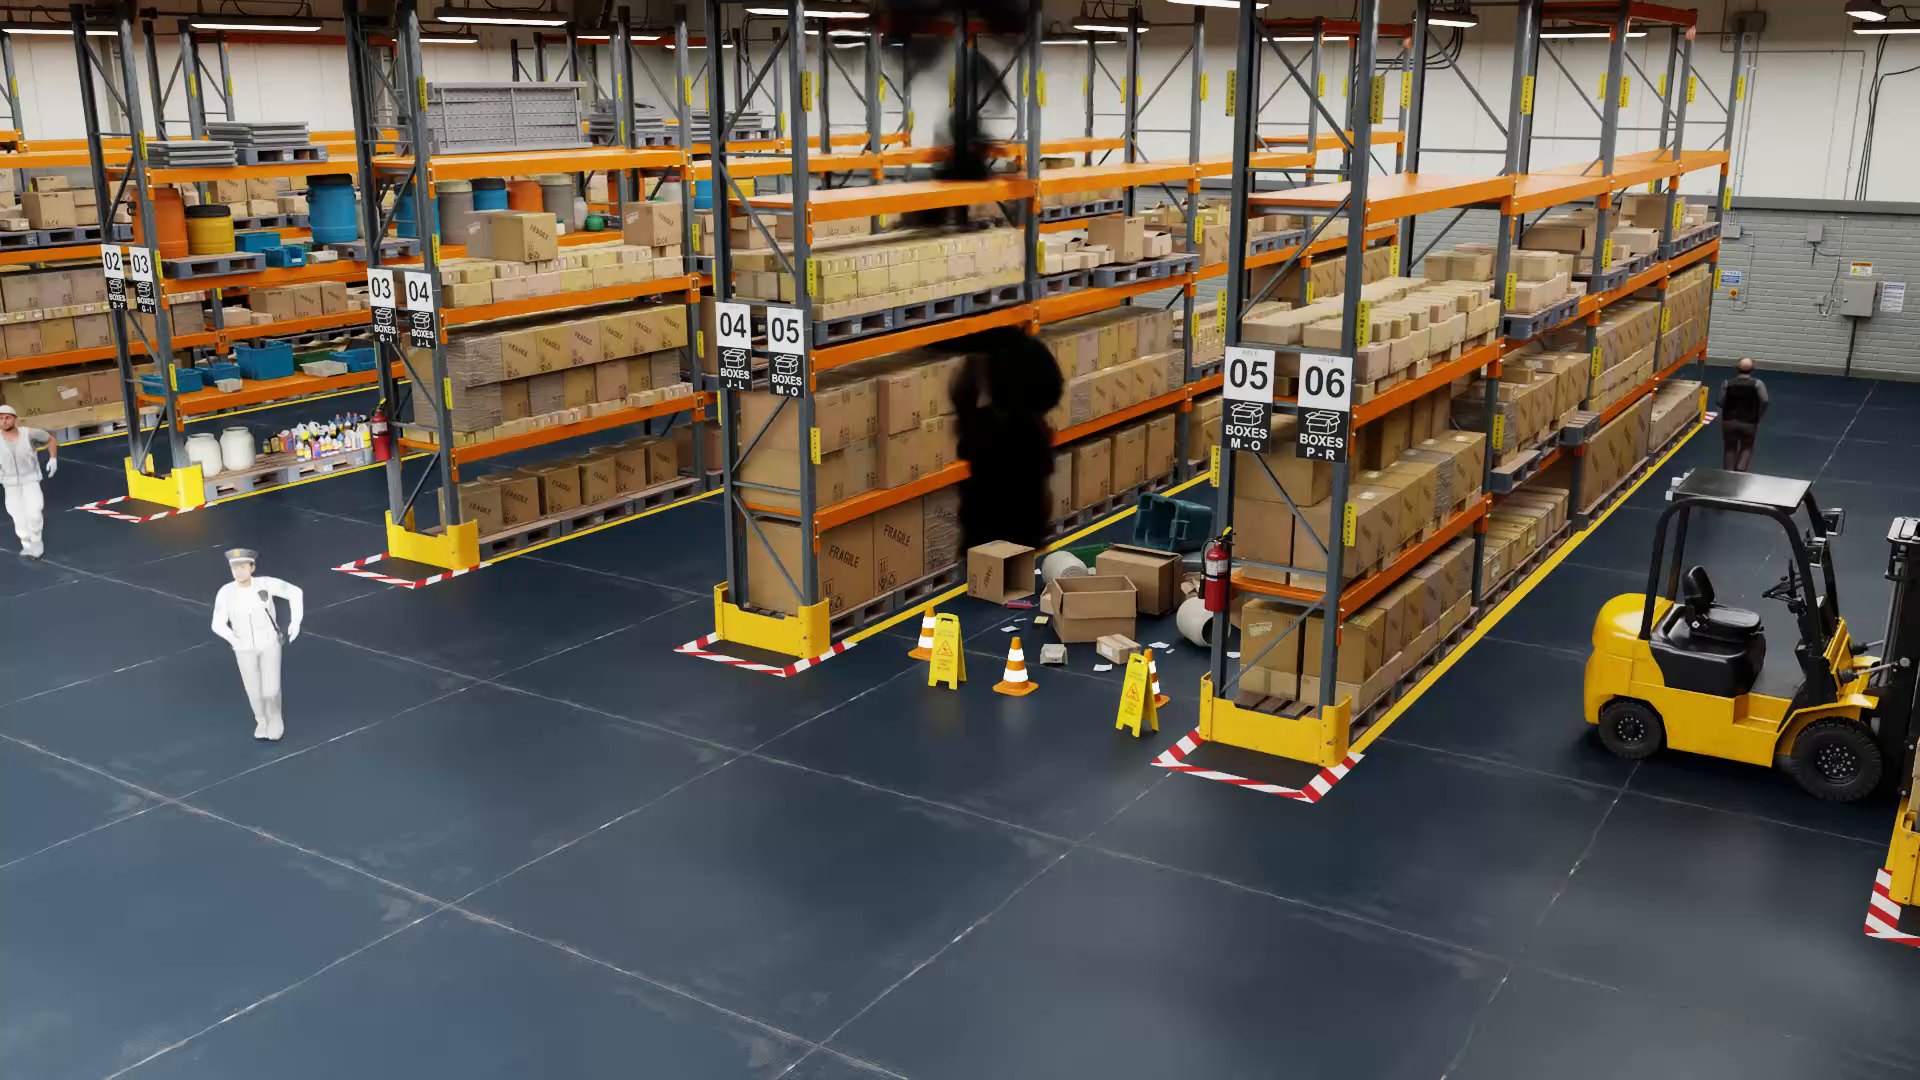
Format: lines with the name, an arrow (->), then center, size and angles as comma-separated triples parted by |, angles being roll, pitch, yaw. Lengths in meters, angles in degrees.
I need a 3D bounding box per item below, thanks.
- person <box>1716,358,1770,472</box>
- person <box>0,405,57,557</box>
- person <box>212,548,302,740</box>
person -> 10.100, -1.512, 21.511 | 0.642, 1.706, 0.542 | 9, 18, 29
person -> -10.206, -0.621, 18.112 | 0.682, 1.733, 0.821 | -5, 16, -18
person -> -5.497, 0.837, 13.060 | 0.631, 1.650, 0.780 | -3, 16, -12
